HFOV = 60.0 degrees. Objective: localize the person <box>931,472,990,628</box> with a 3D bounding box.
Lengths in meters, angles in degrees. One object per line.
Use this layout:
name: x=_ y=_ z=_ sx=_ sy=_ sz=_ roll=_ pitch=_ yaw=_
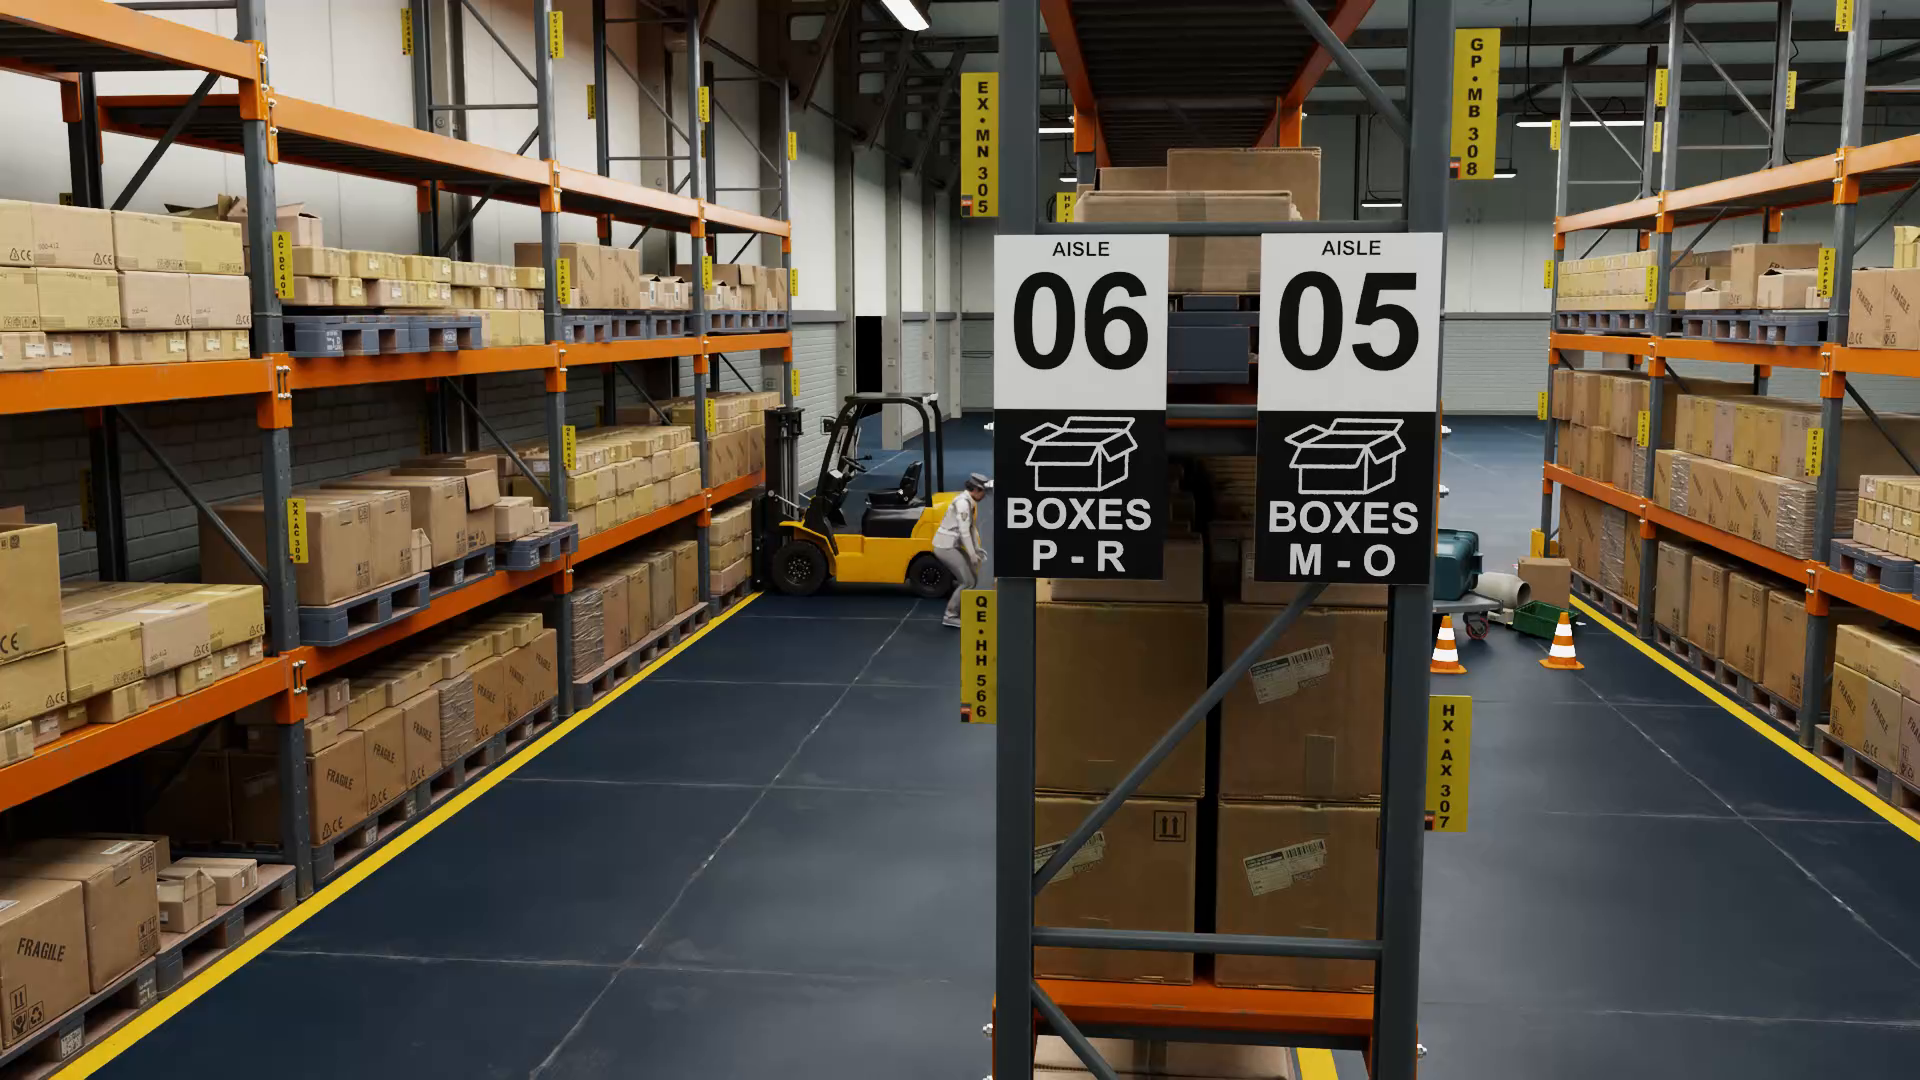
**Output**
person: x=0.032 y=0.091 z=16.282 sx=0.613 sy=1.501 sz=0.529 roll=1 pitch=8 yaw=7
